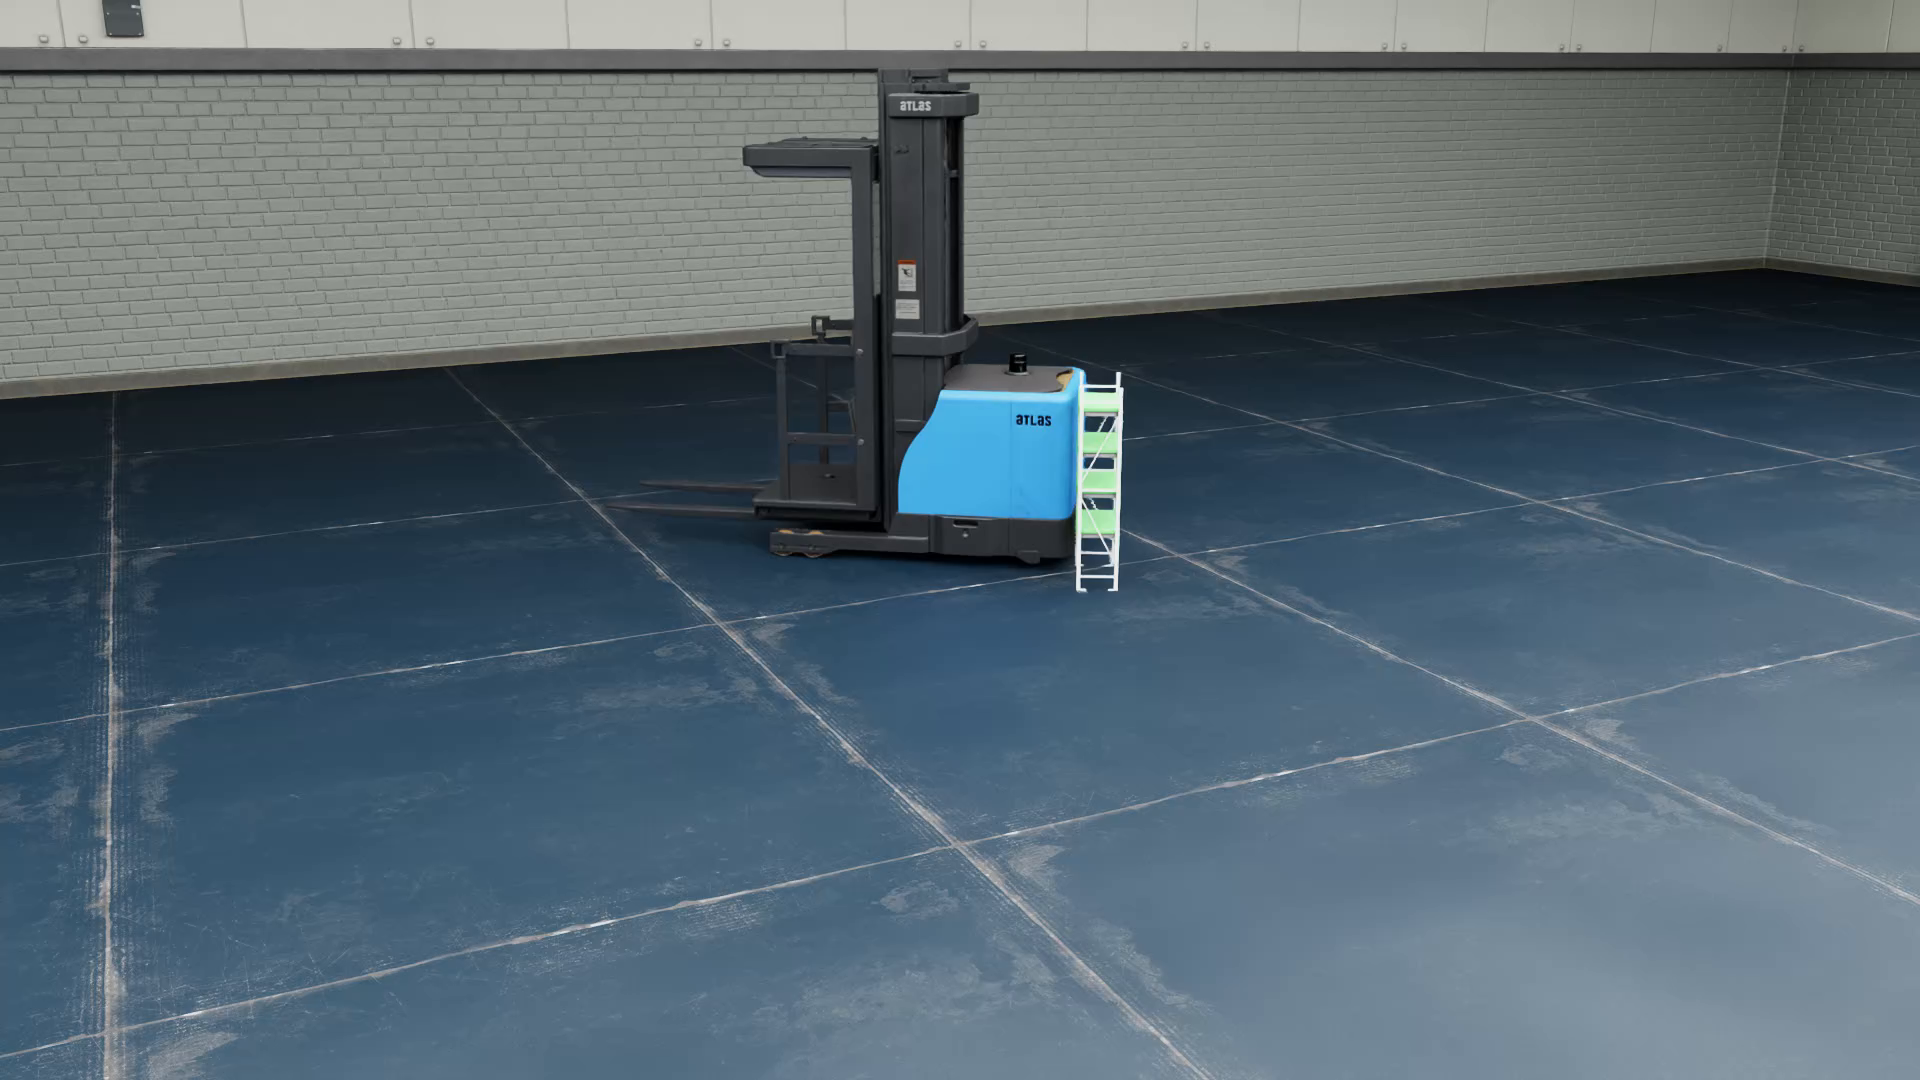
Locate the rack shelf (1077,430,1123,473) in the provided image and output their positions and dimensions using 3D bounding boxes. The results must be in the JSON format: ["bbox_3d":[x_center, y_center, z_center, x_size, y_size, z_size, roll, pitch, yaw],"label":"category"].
[{"bbox_3d":[0.816,-0.520,9.749,0.258,0.148,0.480,1,16,3],"label":"rack shelf"}]

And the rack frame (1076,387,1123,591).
[{"bbox_3d":[0.801,-0.284,9.563,0.240,1.200,0.015,1,16,3],"label":"rack frame"}]

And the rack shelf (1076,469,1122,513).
[{"bbox_3d":[0.816,-0.289,9.815,0.258,0.148,0.480,1,16,3],"label":"rack shelf"}]

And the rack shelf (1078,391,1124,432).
[{"bbox_3d":[0.816,-0.751,9.683,0.258,0.148,0.480,1,16,3],"label":"rack shelf"}]

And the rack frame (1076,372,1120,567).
[{"bbox_3d":[0.831,-0.418,10.032,0.240,1.200,0.015,1,16,3],"label":"rack frame"}]

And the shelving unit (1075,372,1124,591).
[{"bbox_3d":[0.816,-0.351,9.797,0.258,1.200,0.503,1,16,3],"label":"shelving unit"}]

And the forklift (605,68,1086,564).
[{"bbox_3d":[-0.741,-1.437,10.444,3.031,2.935,1.130,3,16,9],"label":"forklift"}]

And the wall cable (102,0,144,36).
[{"bbox_3d":[-6.591,-7.532,14.519,2.305,6.003,0.169,-8,18,-25],"label":"wall cable"}]

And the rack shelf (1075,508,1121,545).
[{"bbox_3d":[0.816,-0.059,9.881,0.258,0.148,0.480,1,16,3],"label":"rack shelf"}]
